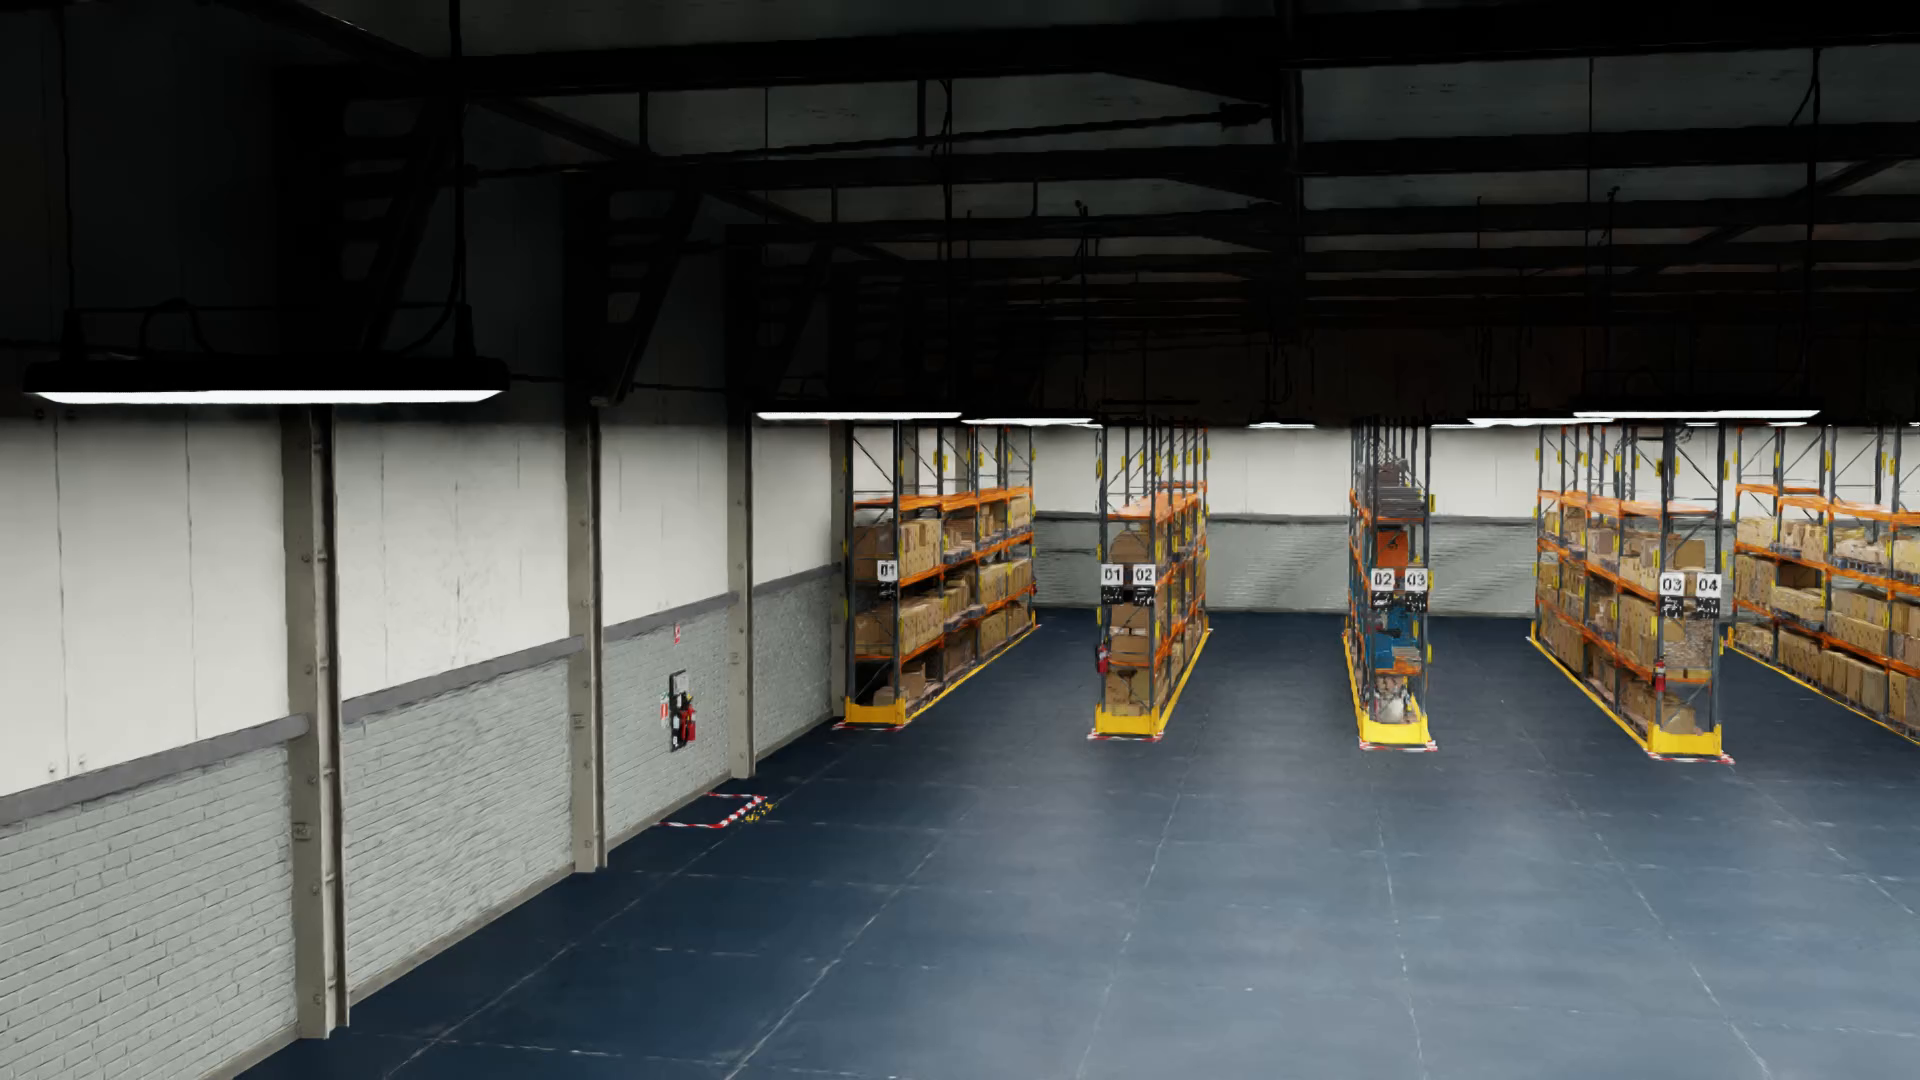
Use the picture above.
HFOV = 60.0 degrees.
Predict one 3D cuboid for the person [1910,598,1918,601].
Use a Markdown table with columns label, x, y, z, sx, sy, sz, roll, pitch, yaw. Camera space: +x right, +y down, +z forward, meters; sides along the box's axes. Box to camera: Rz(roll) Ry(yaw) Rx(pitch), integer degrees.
| label | x | y | z | sx | sy | sz | roll | pitch | yaw |
| --- | --- | --- | --- | --- | --- | --- | --- | --- | --- |
| person | 22.320 | 2.228 | 39.036 | 0.579 | 1.763 | 0.676 | 3 | 5 | 38 |
